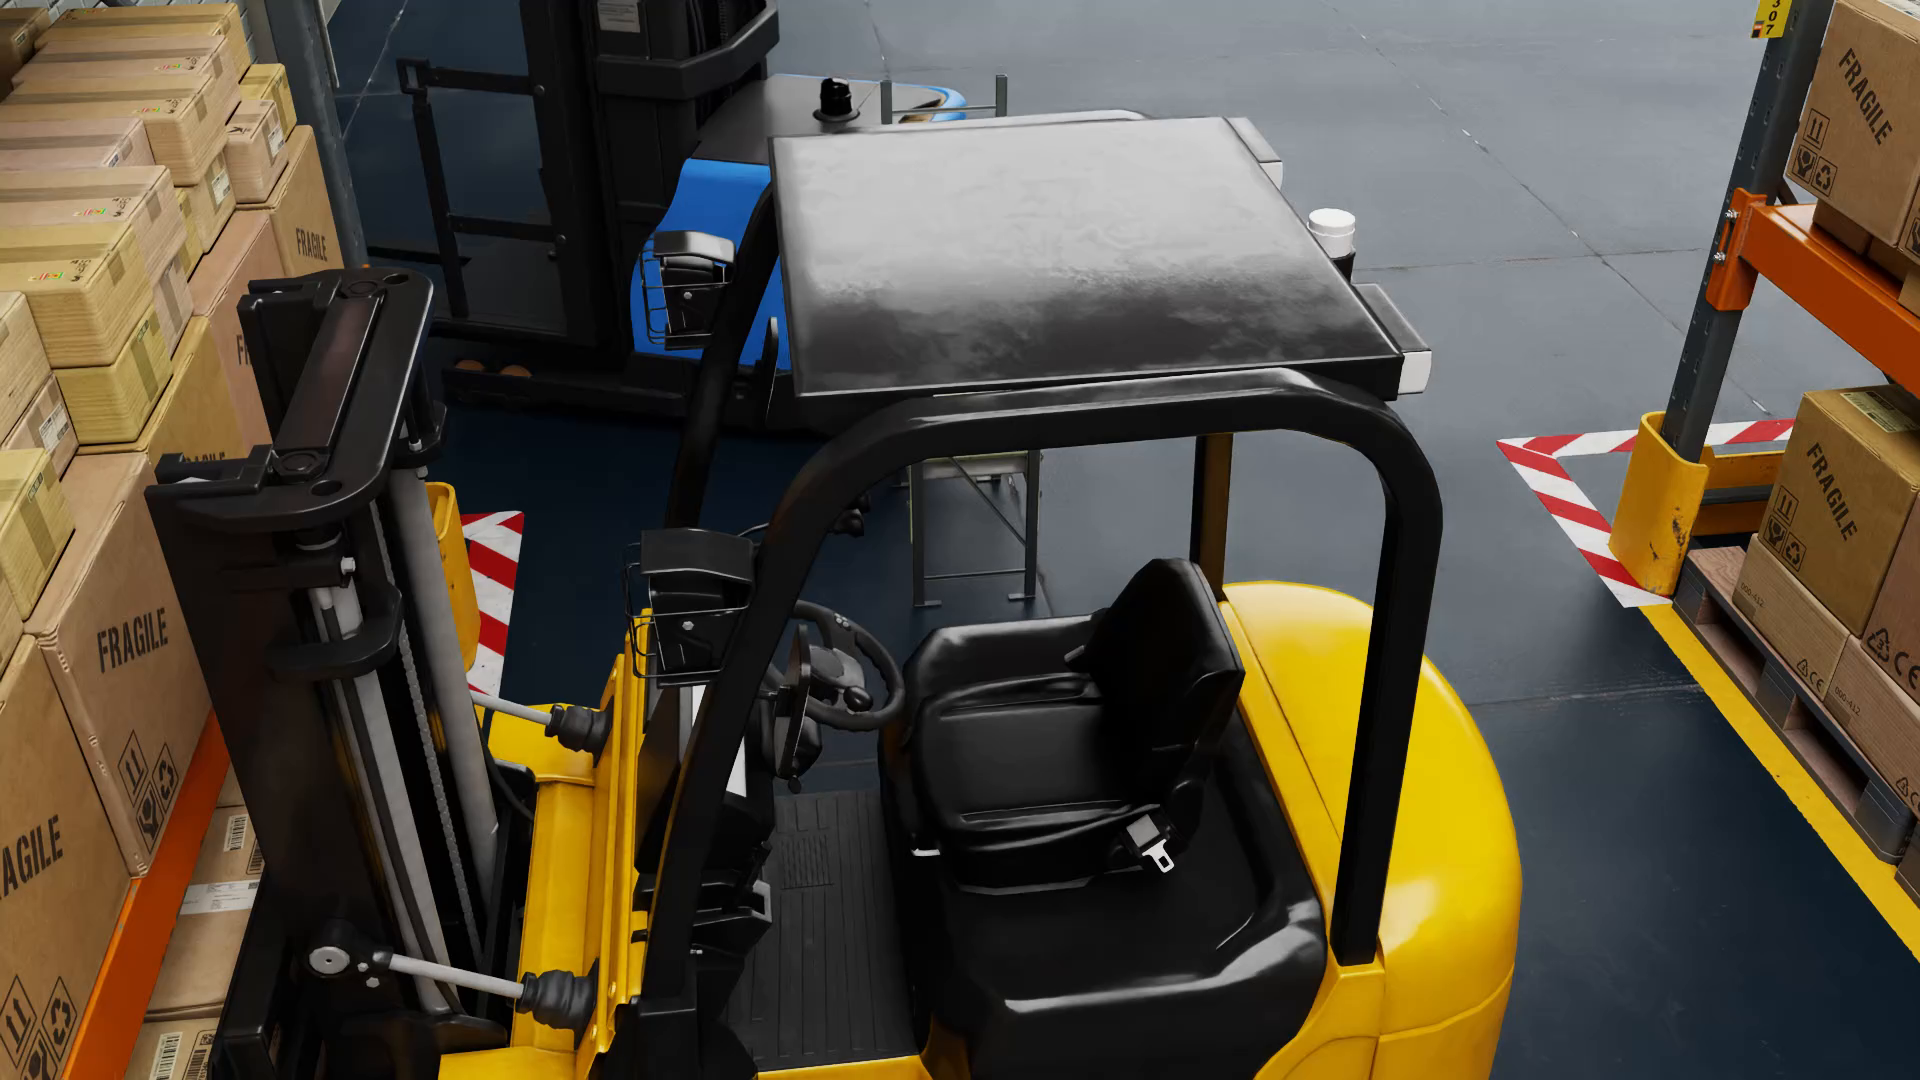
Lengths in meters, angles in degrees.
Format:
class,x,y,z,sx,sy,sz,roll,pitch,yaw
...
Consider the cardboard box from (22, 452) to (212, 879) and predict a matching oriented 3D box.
class,x,y,z,sx,sy,sz,roll,pitch,yaw
cardboard box,-1.571,0.213,2.685,0.500,0.500,0.500,-4,34,-6

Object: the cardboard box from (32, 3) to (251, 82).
class,x,y,z,sx,sy,sz,roll,pitch,yaw
cardboard box,-1.849,-1.104,3.778,0.380,0.149,0.250,-4,35,-6

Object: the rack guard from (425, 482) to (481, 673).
class,x,y,z,sx,sy,sz,roll,pitch,yaw
rack guard,-2.109,0.164,5.066,1.175,0.500,0.348,-4,35,-6

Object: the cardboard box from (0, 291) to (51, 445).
class,x,y,z,sx,sy,sz,roll,pitch,yaw
cardboard box,-1.637,-0.249,2.523,0.380,0.149,0.250,-4,34,-6

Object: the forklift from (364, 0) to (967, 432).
class,x,y,z,sx,sy,sz,roll,pitch,yaw
forklift,-1.533,-2.002,6.085,3.031,2.935,1.130,8,35,12

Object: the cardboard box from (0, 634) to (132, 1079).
class,x,y,z,sx,sy,sz,roll,pitch,yaw
cardboard box,-1.525,0.496,2.270,0.500,0.500,0.500,-5,35,-7

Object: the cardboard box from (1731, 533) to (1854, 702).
class,x,y,z,sx,sy,sz,roll,pitch,yaw
cardboard box,2.646,0.200,4.862,0.500,0.250,0.500,-5,35,-7

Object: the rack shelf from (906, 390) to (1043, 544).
class,x,y,z,sx,sy,sz,roll,pitch,yaw
rack shelf,-0.001,-0.354,5.517,0.431,0.370,0.720,-4,35,-6

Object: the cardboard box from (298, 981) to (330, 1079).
class,x,y,z,sx,sy,sz,roll,pitch,yaw
cardboard box,-1.520,0.995,3.251,0.500,0.250,0.500,-4,35,-7

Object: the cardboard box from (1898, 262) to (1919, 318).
class,x,y,z,sx,sy,sz,roll,pitch,yaw
cardboard box,2.656,-0.631,4.235,0.380,0.149,0.250,-5,35,-8

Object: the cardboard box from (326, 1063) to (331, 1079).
class,x,y,z,sx,sy,sz,roll,pitch,yaw
cardboard box,-1.522,1.191,3.407,0.500,0.250,0.500,-3,34,-5

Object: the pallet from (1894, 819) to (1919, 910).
class,x,y,z,sx,sy,sz,roll,pitch,yaw
pallet,3.057,1.096,3.954,1.003,0.211,1.213,-4,35,-6

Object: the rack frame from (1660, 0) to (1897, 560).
class,x,y,z,sx,sy,sz,roll,pitch,yaw
rack frame,2.812,-1.234,4.897,1.000,3.000,0.127,-4,35,-6

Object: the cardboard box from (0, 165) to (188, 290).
class,x,y,z,sx,sy,sz,roll,pitch,yaw
cardboard box,-1.618,-0.544,2.955,0.380,0.149,0.250,-4,34,-5

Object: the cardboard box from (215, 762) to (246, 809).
class,x,y,z,sx,sy,sz,roll,pitch,yaw
cardboard box,-1.583,0.492,3.545,0.500,0.250,0.500,-4,34,-6

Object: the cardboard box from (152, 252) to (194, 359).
class,x,y,z,sx,sy,sz,roll,pitch,yaw
cardboard box,-1.639,-0.419,3.036,0.380,0.149,0.250,-5,35,-8

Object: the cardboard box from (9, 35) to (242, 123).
class,x,y,z,sx,sy,sz,roll,pitch,yaw
cardboard box,-1.785,-0.969,3.579,0.380,0.149,0.250,-4,35,-6

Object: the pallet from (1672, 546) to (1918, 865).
class,x,y,z,sx,sy,sz,roll,pitch,yaw
pallet,2.896,0.417,4.951,1.003,0.211,1.213,-4,35,-6

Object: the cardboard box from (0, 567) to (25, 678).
class,x,y,z,sx,sy,sz,roll,pitch,yaw
cardboard box,-1.494,0.153,2.198,0.380,0.149,0.250,-5,35,-8

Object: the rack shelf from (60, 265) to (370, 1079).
class,x,y,z,sx,sy,sz,roll,pitch,yaw
rack shelf,-1.837,0.557,2.907,1.077,0.370,4.000,-4,35,-6

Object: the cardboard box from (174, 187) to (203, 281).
class,x,y,z,sx,sy,sz,roll,pitch,yaw
cardboard box,-1.722,-0.564,3.249,0.380,0.149,0.250,-5,35,-7

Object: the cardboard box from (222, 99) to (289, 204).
class,x,y,z,sx,sy,sz,roll,pitch,yaw
cardboard box,-1.718,-0.853,3.673,0.380,0.149,0.250,-4,34,-6

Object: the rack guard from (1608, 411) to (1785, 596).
class,x,y,z,sx,sy,sz,roll,pitch,yaw
rack guard,2.822,-0.159,5.539,1.175,0.500,0.348,-4,35,-6

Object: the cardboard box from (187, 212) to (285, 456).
class,x,y,z,sx,sy,sz,roll,pitch,yaw
cardboard box,-1.719,-0.352,3.515,0.500,0.500,0.500,-3,34,-5

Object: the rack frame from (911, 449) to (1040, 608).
class,x,y,z,sx,sy,sz,roll,pitch,yaw
rack frame,0.048,-0.419,5.033,0.400,1.500,0.023,-4,35,-6

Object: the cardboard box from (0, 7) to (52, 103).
class,x,y,z,sx,sy,sz,roll,pitch,yaw
cardboard box,-2.273,-1.085,3.749,0.380,0.149,0.250,-5,35,-7

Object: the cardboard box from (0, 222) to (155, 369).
class,x,y,z,sx,sy,sz,roll,pitch,yaw
cardboard box,-1.578,-0.400,2.744,0.380,0.149,0.250,-4,34,-5

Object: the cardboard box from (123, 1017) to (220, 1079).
class,x,y,z,sx,sy,sz,roll,pitch,yaw
cardboard box,-1.459,1.069,2.698,0.500,0.250,0.500,-3,34,-5

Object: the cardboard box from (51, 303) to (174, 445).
class,x,y,z,sx,sy,sz,roll,pitch,yaw
cardboard box,-1.585,-0.279,2.831,0.380,0.149,0.250,-4,34,-6

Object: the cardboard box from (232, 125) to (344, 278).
class,x,y,z,sx,sy,sz,roll,pitch,yaw
cardboard box,-1.780,-0.643,3.940,0.500,0.500,0.500,-5,35,-7

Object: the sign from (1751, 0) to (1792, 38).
class,x,y,z,sx,sy,sz,roll,pitch,yaw
sign,2.274,-1.551,4.593,0.100,0.325,0.005,-4,35,-6

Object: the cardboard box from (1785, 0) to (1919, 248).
class,x,y,z,sx,sy,sz,roll,pitch,yaw
cardboard box,2.601,-1.113,4.366,0.500,0.500,0.500,-5,35,-7

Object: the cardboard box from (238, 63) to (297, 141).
class,x,y,z,sx,sy,sz,roll,pitch,yaw
cardboard box,-1.782,-0.993,3.879,0.380,0.149,0.250,-4,34,-6

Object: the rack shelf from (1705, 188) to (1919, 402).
class,x,y,z,sx,sy,sz,roll,pitch,yaw
rack shelf,3.081,0.179,3.462,1.077,0.370,4.000,-4,35,-6

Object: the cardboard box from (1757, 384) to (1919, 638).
class,x,y,z,sx,sy,sz,roll,pitch,yaw
cardboard box,2.650,-0.097,4.631,0.500,0.500,0.500,-5,35,-8

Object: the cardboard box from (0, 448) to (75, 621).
class,x,y,z,sx,sy,sz,roll,pitch,yaw
cardboard box,-1.539,0.005,2.415,0.380,0.149,0.250,-5,35,-7

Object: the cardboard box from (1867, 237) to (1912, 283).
class,x,y,z,sx,sy,sz,roll,pitch,yaw
cardboard box,2.701,-0.785,4.461,0.380,0.149,0.250,-4,34,-6

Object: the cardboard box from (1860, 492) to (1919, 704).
class,x,y,z,sx,sy,sz,roll,pitch,yaw
cardboard box,2.725,0.195,4.204,0.500,0.500,0.500,-6,35,-8

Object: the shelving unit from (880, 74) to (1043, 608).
class,x,y,z,sx,sy,sz,roll,pitch,yaw
shelving unit,-0.001,-0.623,5.333,0.431,1.500,0.755,-4,35,-6

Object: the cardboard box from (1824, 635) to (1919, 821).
class,x,y,z,sx,sy,sz,roll,pitch,yaw
cardboard box,2.708,0.485,4.443,0.500,0.250,0.500,-3,34,-5

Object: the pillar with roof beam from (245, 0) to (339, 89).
class,x,y,z,sx,sy,sz,roll,pitch,yaw
pillar with roof beam,0.553,-6.552,7.374,9.100,9.000,0.400,-4,35,-6

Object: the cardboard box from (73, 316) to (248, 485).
class,x,y,z,sx,sy,sz,roll,pitch,yaw
cardboard box,-1.650,-0.066,3.095,0.500,0.500,0.500,-5,35,-7

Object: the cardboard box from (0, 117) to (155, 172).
class,x,y,z,sx,sy,sz,roll,pitch,yaw
cardboard box,-1.763,-0.681,3.156,0.380,0.149,0.250,-4,34,-6

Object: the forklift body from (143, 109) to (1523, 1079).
class,x,y,z,sx,sy,sz,roll,pitch,yaw
forklift body,-0.043,0.415,3.231,2.313,2.155,1.214,-4,35,-6

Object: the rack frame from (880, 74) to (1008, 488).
class,x,y,z,sx,sy,sz,roll,pitch,yaw
rack frame,-0.050,-0.828,5.633,0.400,1.500,0.023,-4,35,-6

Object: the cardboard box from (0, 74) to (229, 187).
class,x,y,z,sx,sy,sz,roll,pitch,yaw
cardboard box,-1.723,-0.825,3.368,0.380,0.149,0.250,-4,34,-5

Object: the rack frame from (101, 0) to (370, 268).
class,x,y,z,sx,sy,sz,roll,pitch,yaw
rack frame,-2.106,-0.856,4.342,1.000,3.000,0.127,-4,35,-6

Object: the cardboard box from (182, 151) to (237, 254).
class,x,y,z,sx,sy,sz,roll,pitch,yaw
cardboard box,-1.744,-0.703,3.454,0.380,0.149,0.250,-4,34,-5

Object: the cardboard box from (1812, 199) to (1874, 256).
class,x,y,z,sx,sy,sz,roll,pitch,yaw
cardboard box,2.653,-0.925,4.667,0.380,0.149,0.250,-4,35,-6

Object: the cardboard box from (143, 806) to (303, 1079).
class,x,y,z,sx,sy,sz,roll,pitch,yaw
cardboard box,-1.522,0.776,3.129,0.500,0.250,0.500,-5,35,-7

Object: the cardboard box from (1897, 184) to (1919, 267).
class,x,y,z,sx,sy,sz,roll,pitch,yaw
cardboard box,2.674,-0.824,3.943,0.500,0.500,0.500,-3,34,-5

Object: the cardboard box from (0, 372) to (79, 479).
class,x,y,z,sx,sy,sz,roll,pitch,yaw
cardboard box,-1.641,-0.133,2.617,0.380,0.149,0.250,-5,35,-7
